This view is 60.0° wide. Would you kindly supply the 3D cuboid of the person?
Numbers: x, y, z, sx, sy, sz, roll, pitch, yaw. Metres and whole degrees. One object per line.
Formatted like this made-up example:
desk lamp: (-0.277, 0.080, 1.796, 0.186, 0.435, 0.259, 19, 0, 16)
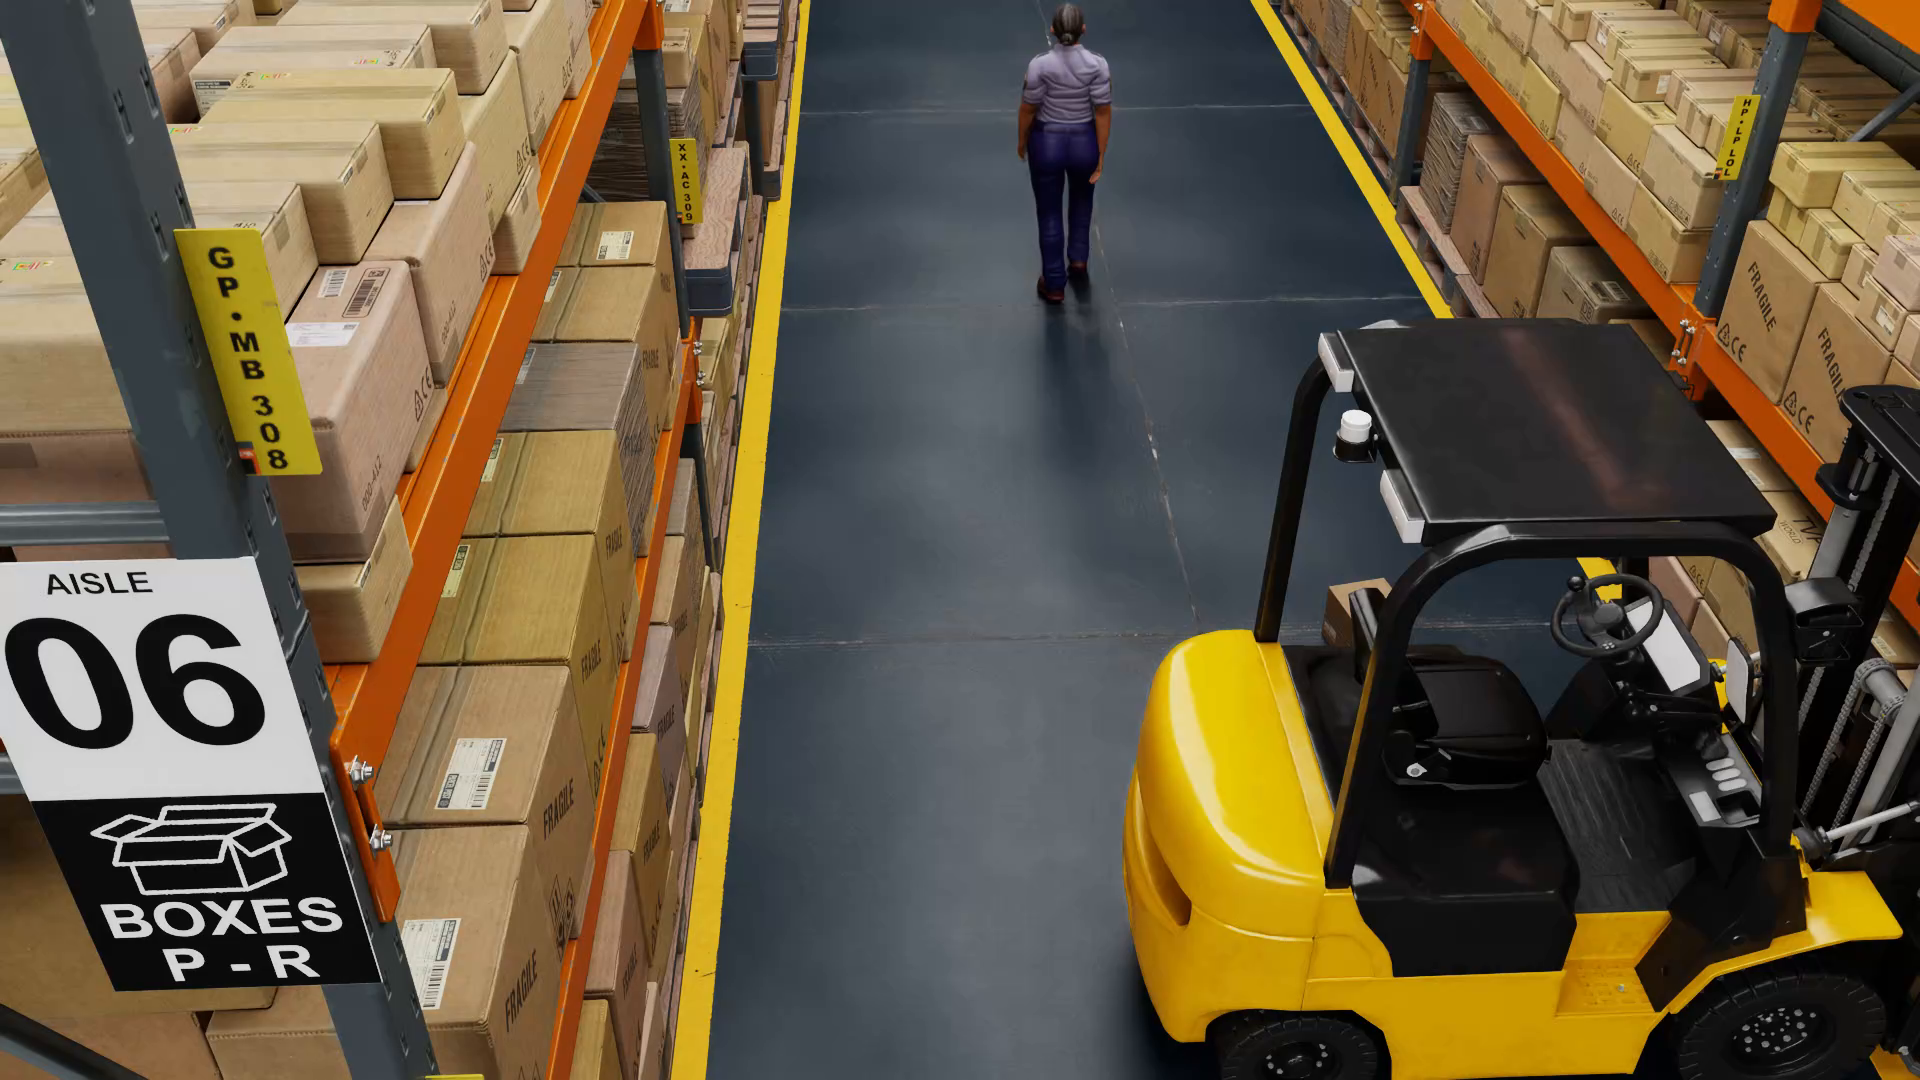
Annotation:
person: (0.557, -2.115, 9.176, 0.482, 1.702, 0.546, -5, 36, -6)
